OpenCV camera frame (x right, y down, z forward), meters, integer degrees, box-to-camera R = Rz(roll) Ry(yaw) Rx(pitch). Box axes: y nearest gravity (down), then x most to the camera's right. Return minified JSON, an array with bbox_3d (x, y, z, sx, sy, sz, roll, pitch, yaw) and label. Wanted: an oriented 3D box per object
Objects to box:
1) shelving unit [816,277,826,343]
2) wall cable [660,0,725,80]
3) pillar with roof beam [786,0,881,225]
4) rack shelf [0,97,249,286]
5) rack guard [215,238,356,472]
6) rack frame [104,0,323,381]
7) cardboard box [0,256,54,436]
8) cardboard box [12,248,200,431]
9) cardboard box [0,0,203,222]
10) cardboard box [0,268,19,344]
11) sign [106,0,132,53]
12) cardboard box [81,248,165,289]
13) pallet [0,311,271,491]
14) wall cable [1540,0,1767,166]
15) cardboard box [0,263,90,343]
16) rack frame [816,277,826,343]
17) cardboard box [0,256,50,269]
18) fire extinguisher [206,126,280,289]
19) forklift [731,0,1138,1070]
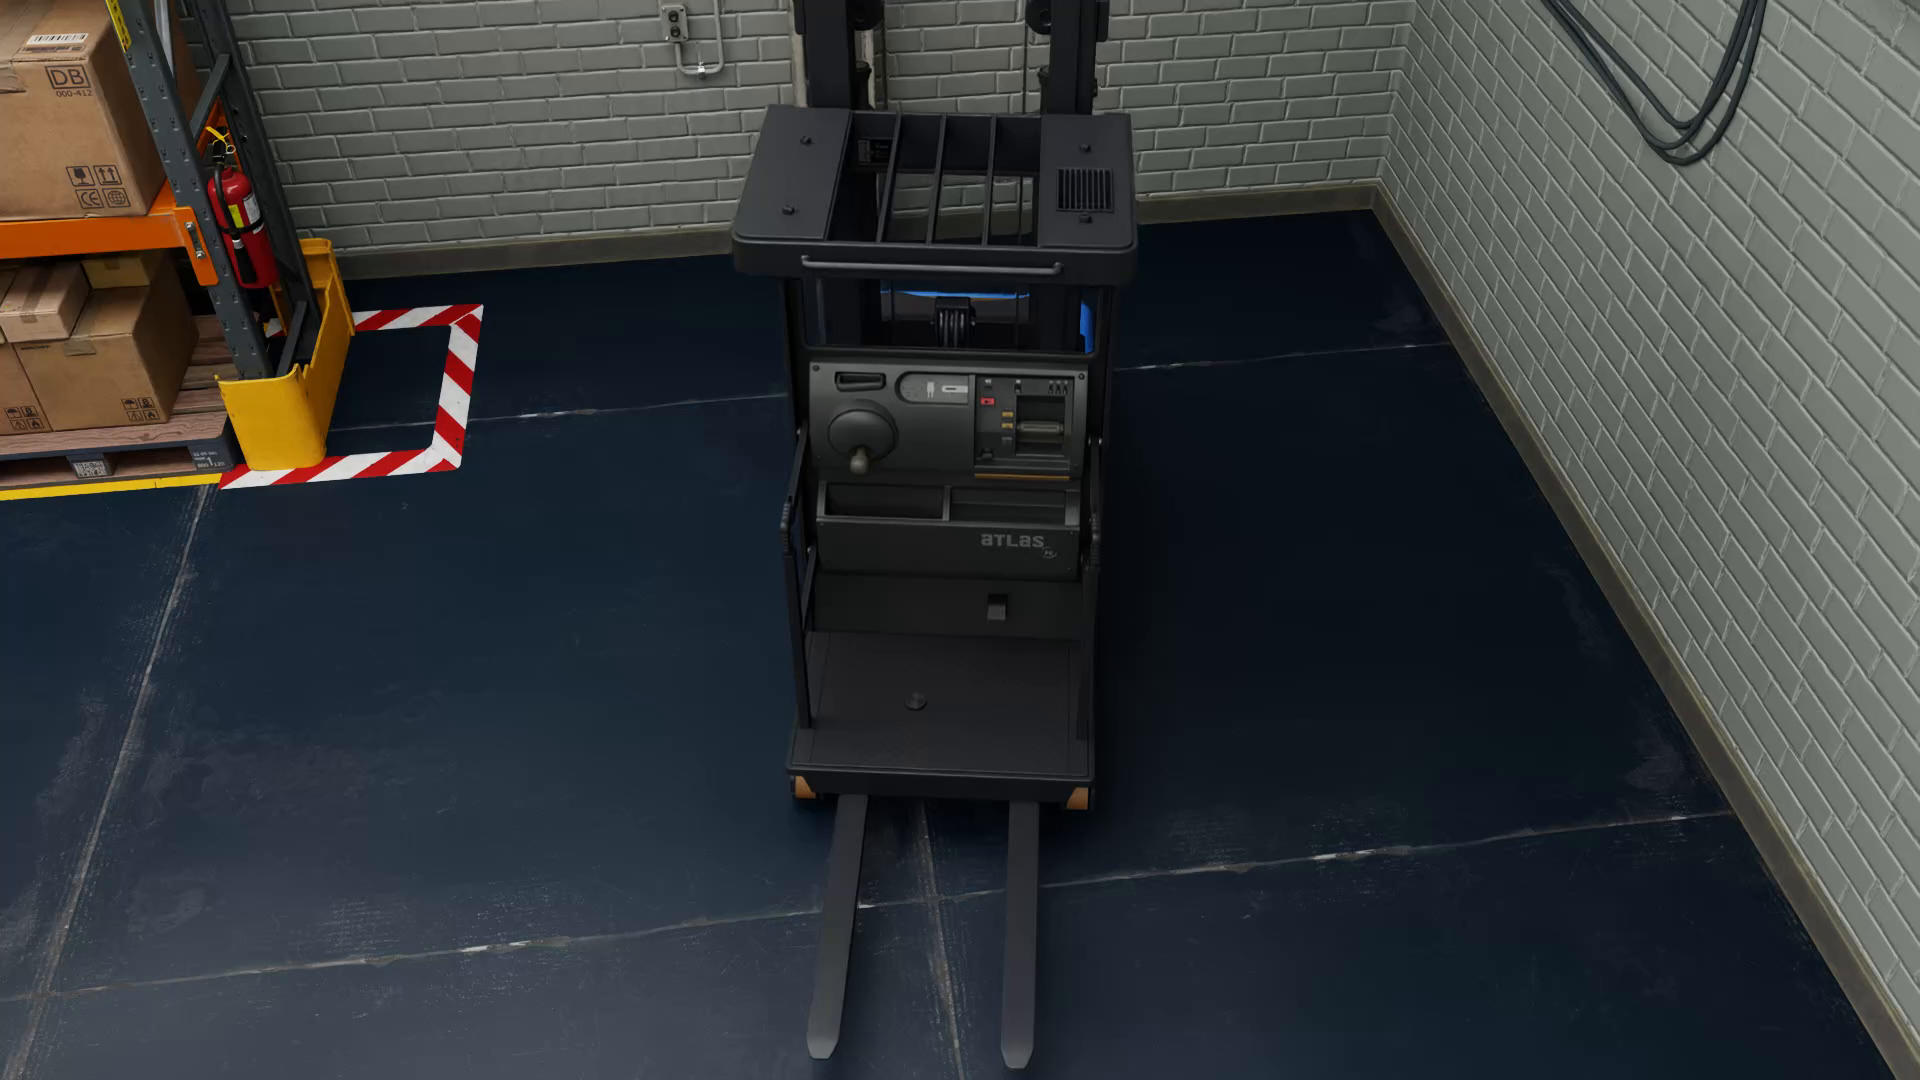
[{"bbox_3d":[-0.055,-1.000,7.239,1.083,1.500,0.587,1,42,1],"label":"shelving unit"},{"bbox_3d":[-2.046,-2.939,7.511,1.851,1.984,0.084,-5,42,-6],"label":"wall cable"},{"bbox_3d":[-0.070,-2.000,2.749,0.400,9.000,9.100,-5,42,-6],"label":"pillar with roof beam"},{"bbox_3d":[-5.176,-1.382,7.080,4.000,0.370,1.077,-5,42,-6],"label":"rack shelf"},{"bbox_3d":[-3.169,-0.897,7.871,0.348,0.500,1.175,-5,42,-6],"label":"rack guard"},{"bbox_3d":[-3.193,-1.823,7.031,0.127,3.000,1.000,-5,42,-6],"label":"rack frame"},{"bbox_3d":[-4.370,-0.880,7.538,0.500,0.500,0.700,-5,42,-6],"label":"cardboard box"},{"bbox_3d":[-3.874,-0.923,7.587,0.500,0.500,0.700,-5,42,-6],"label":"cardboard box"},{"bbox_3d":[-3.697,-1.883,6.874,0.700,0.700,0.980,-3,42,-4],"label":"cardboard box"},{"bbox_3d":[-4.231,-1.009,7.198,0.250,0.149,0.380,-4,42,-4],"label":"cardboard box"},{"bbox_3d":[-3.136,-1.979,6.163,0.005,0.325,0.100,-5,42,-6],"label":"sign"},{"bbox_3d":[-3.776,-1.308,7.529,0.250,0.149,0.380,-5,42,-5],"label":"cardboard box"},{"bbox_3d":[-3.976,-0.666,7.831,1.213,0.211,1.003,-5,42,-6],"label":"pallet"},{"bbox_3d":[2.462,-3.151,6.343,0.112,2.526,3.097,-5,42,-6],"label":"wall cable"},{"bbox_3d":[-3.978,-1.032,7.223,0.250,0.149,0.380,-5,42,-6],"label":"cardboard box"},{"bbox_3d":[-0.573,-1.005,7.244,0.032,1.500,0.500,1,42,1],"label":"rack frame"},{"bbox_3d":[-4.278,-1.263,7.479,0.250,0.149,0.380,-5,42,-5],"label":"cardboard box"},{"bbox_3d":[-2.983,-1.362,6.857,0.183,0.674,0.296,-5,42,-6],"label":"fire extinguisher"},{"bbox_3d":[-0.049,-0.321,5.417,1.130,2.935,3.031,2,42,2],"label":"forklift"}]
